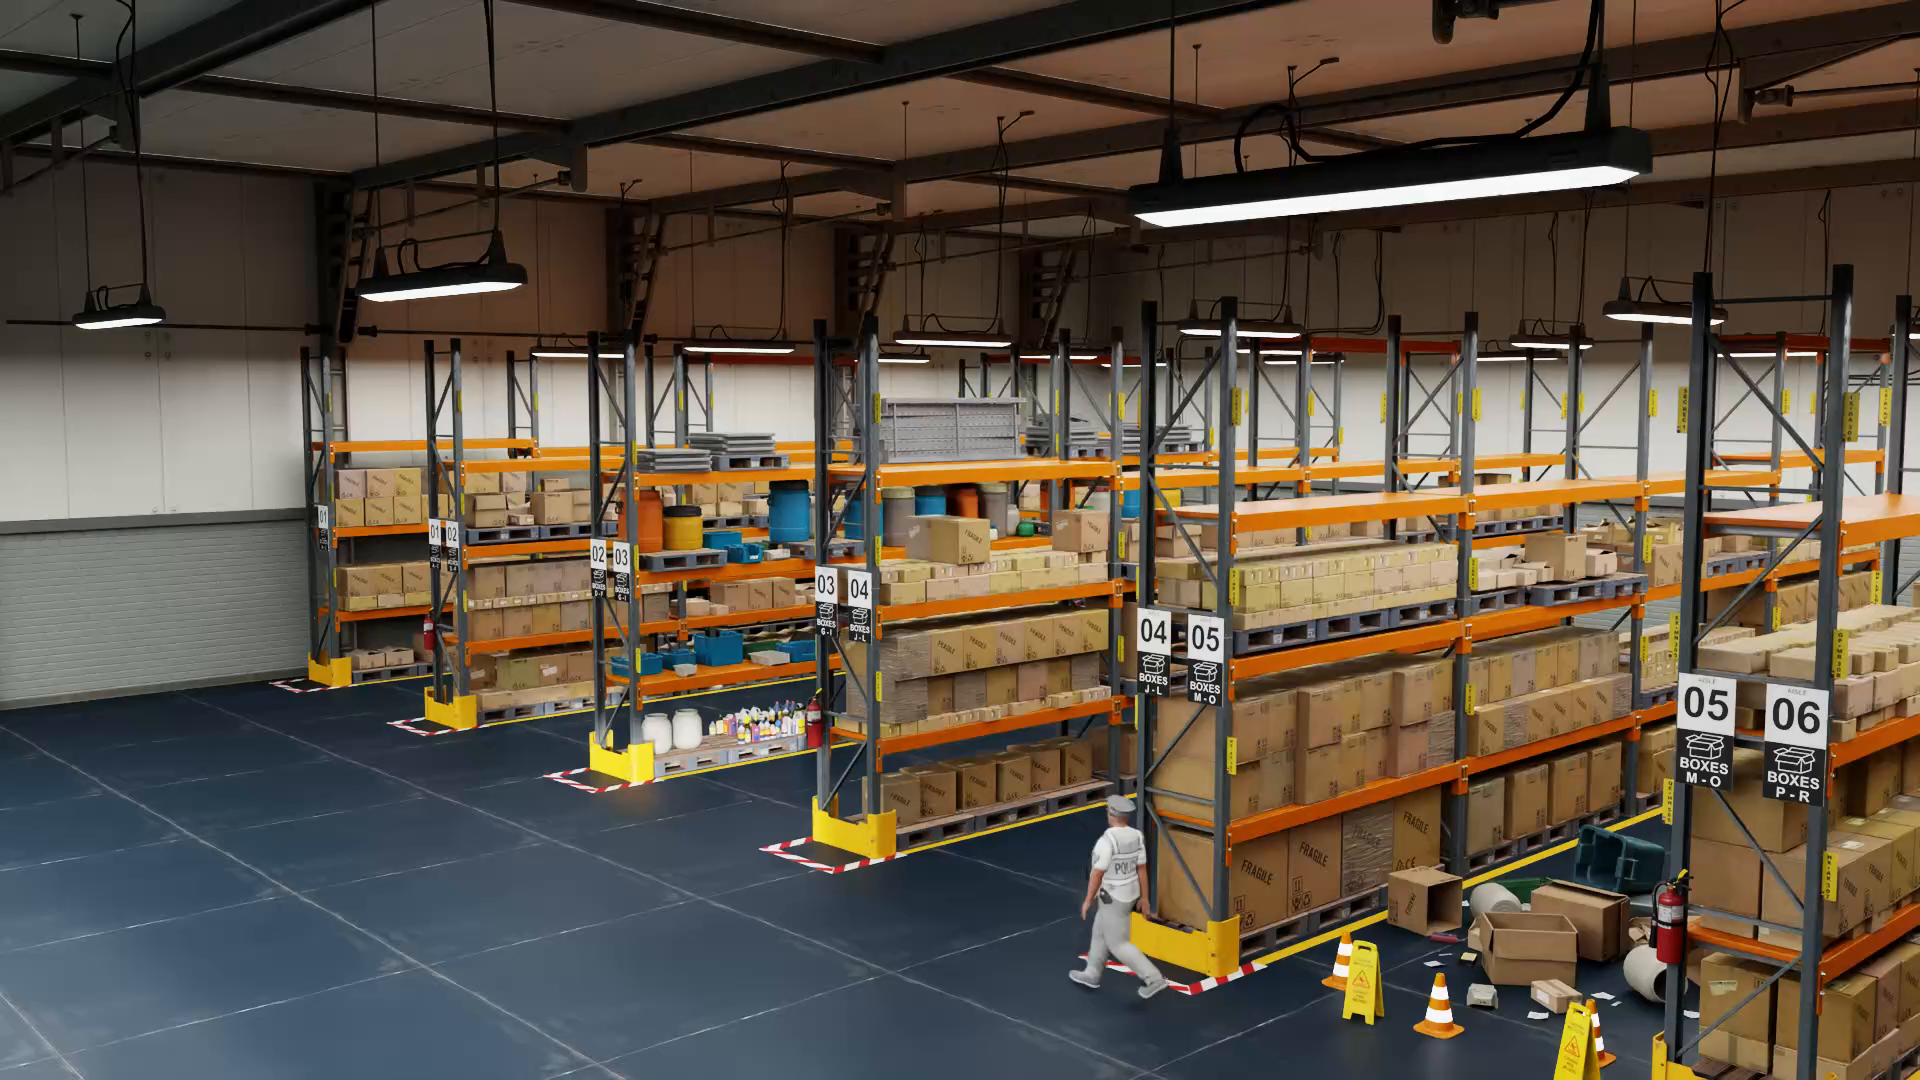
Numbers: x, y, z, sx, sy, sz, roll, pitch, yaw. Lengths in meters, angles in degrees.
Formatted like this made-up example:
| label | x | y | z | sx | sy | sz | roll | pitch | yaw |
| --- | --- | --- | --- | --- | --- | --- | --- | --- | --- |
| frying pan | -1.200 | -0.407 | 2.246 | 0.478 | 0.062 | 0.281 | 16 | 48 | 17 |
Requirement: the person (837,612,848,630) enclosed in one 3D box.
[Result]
| label | x | y | z | sx | sy | sz | roll | pitch | yaw |
| --- | --- | --- | --- | --- | --- | --- | --- | --- | --- |
| person | -2.454 | 1.288 | 34.331 | 0.554 | 1.737 | 0.432 | -4 | 6 | -39 |

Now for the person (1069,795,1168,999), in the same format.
| label | x | y | z | sx | sy | sz | roll | pitch | yaw |
| --- | --- | --- | --- | --- | --- | --- | --- | --- | --- |
| person | 1.337 | 3.051 | 14.211 | 1.000 | 1.732 | 0.511 | 2 | 6 | 24 |
